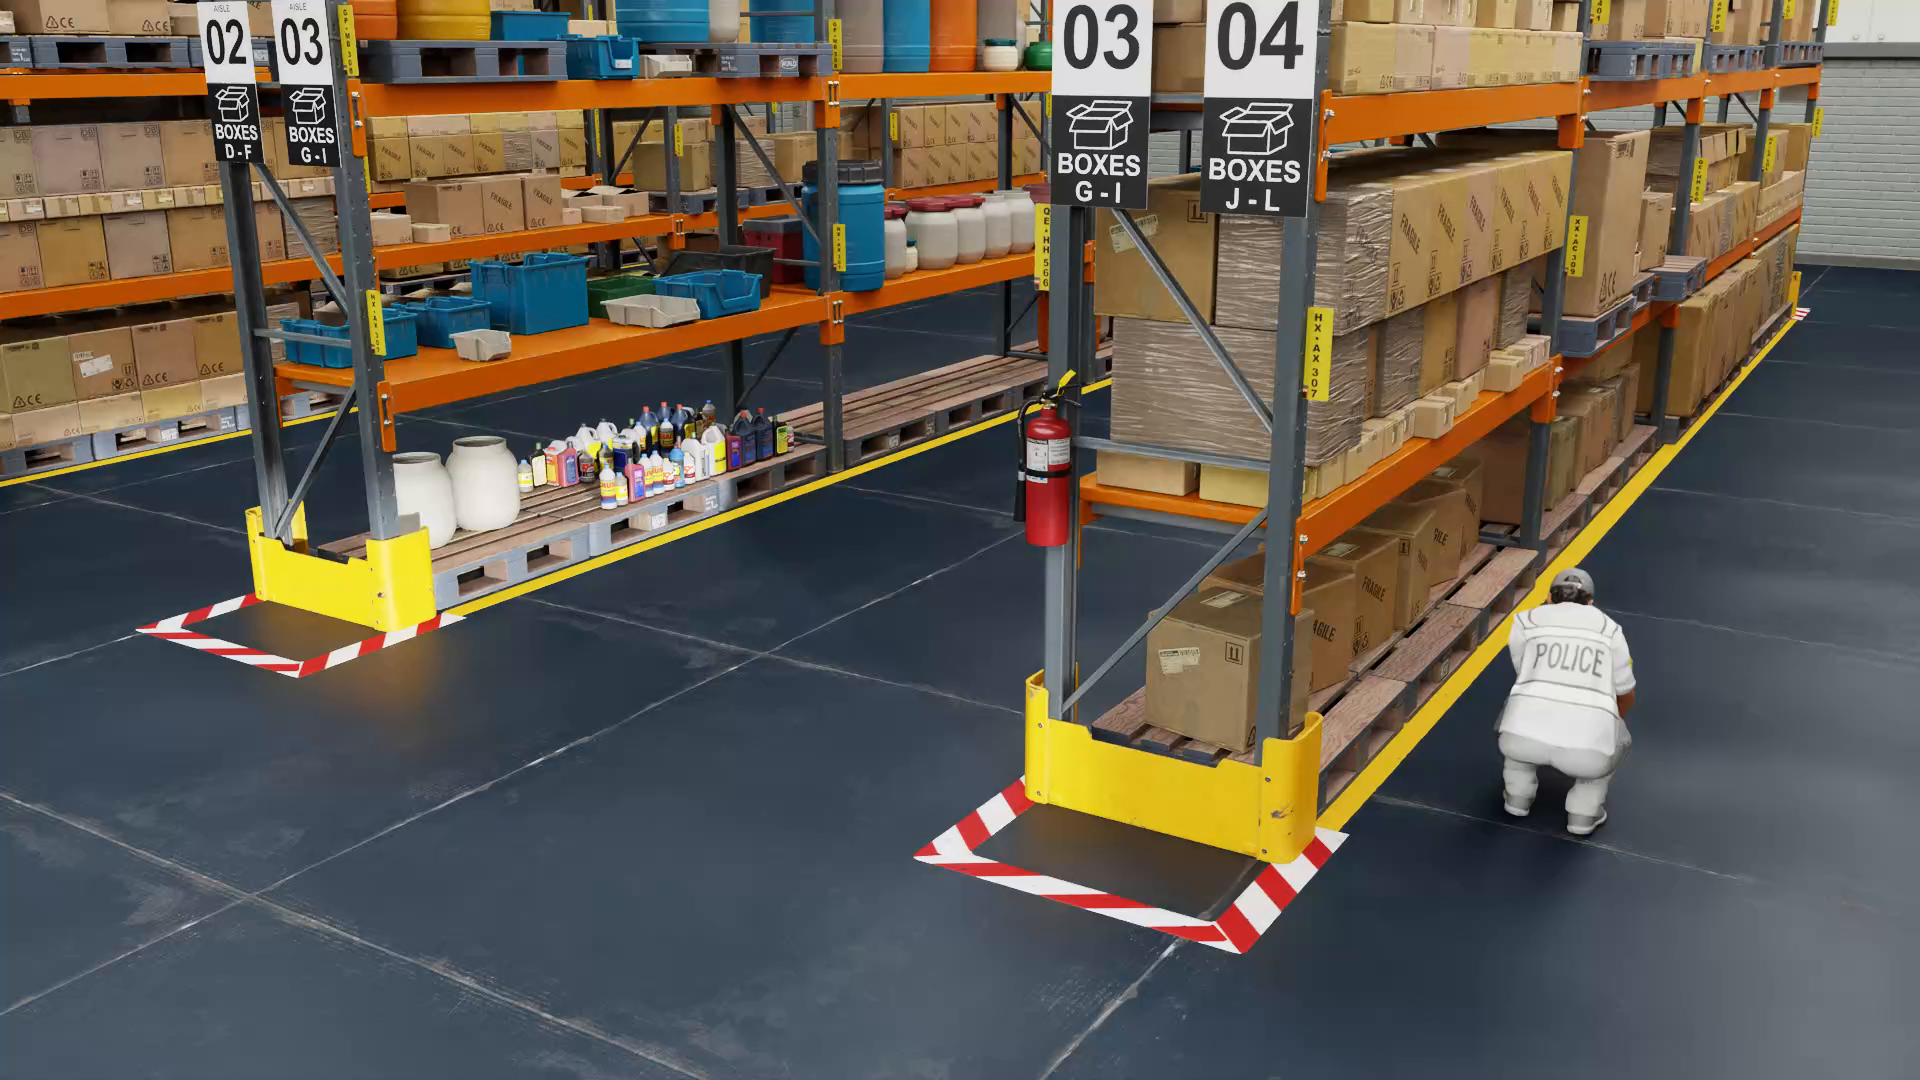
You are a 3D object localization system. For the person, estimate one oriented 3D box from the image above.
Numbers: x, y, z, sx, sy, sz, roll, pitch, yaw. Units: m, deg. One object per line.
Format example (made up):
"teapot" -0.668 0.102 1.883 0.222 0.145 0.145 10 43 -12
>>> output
"person" 2.430 0.636 6.674 0.510 0.943 0.856 9 18 27
